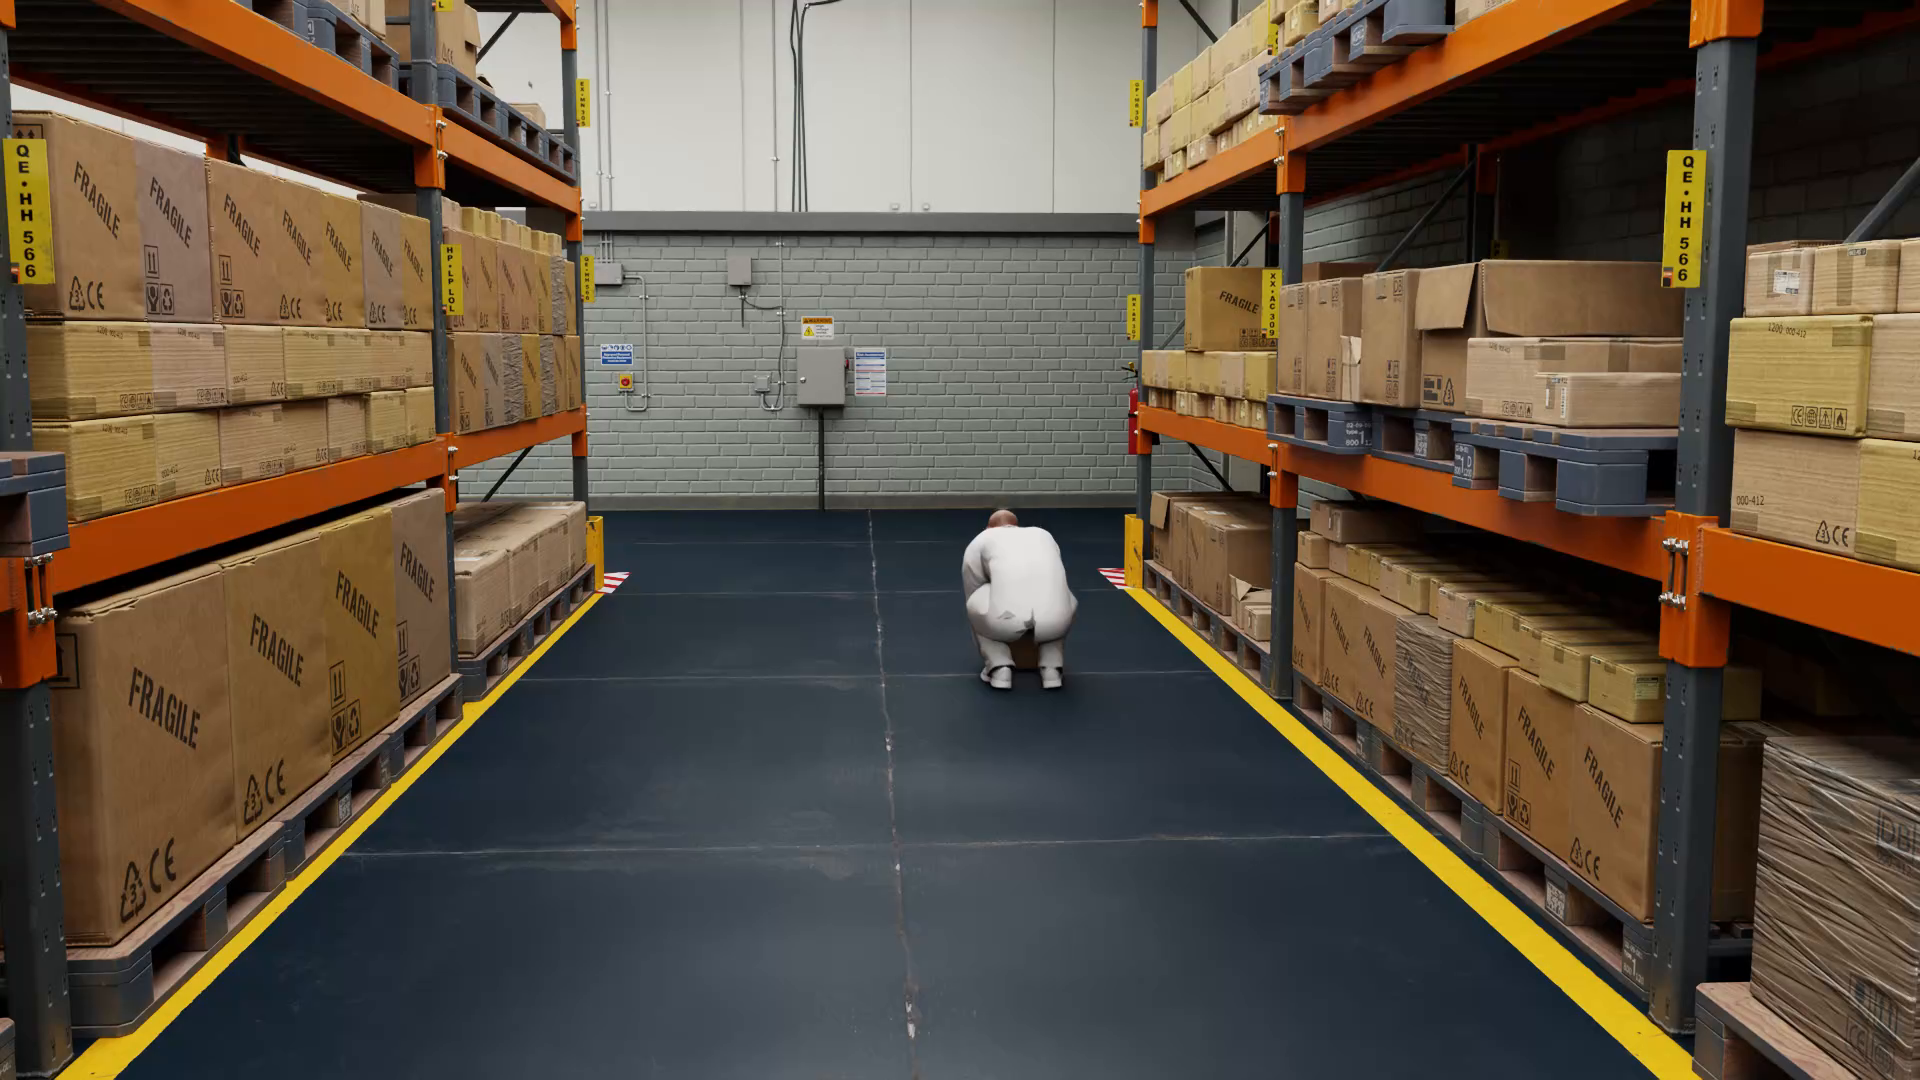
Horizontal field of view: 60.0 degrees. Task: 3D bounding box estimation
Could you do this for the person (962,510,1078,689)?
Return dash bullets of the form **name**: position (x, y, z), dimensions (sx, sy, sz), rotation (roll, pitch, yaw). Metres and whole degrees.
- **person**: position (0.313, 0.315, 8.695), dimensions (0.597, 0.889, 0.906), rotation (0, 7, -4)
